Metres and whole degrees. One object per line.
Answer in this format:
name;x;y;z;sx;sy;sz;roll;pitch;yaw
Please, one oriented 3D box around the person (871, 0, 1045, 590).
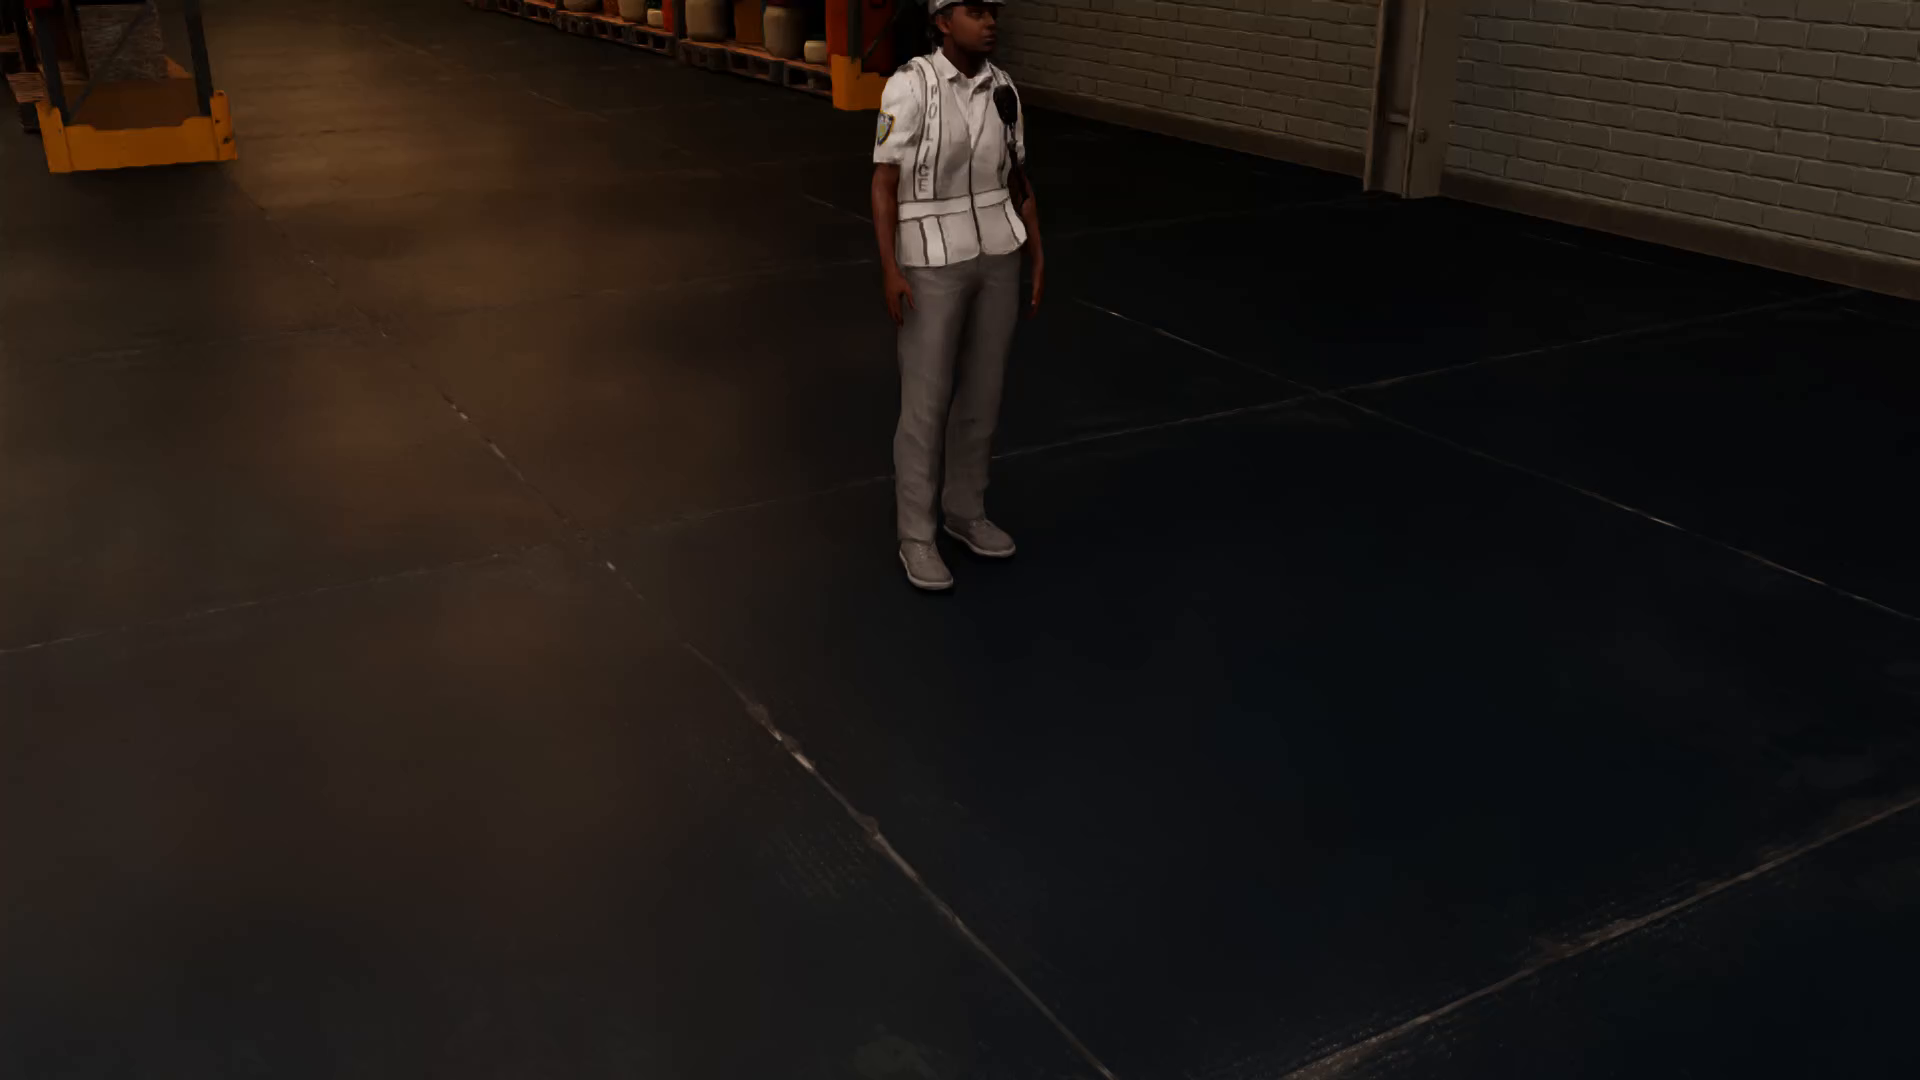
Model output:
person;0.021;-0.763;4.741;0.570;1.695;0.529;-12;25;-28
